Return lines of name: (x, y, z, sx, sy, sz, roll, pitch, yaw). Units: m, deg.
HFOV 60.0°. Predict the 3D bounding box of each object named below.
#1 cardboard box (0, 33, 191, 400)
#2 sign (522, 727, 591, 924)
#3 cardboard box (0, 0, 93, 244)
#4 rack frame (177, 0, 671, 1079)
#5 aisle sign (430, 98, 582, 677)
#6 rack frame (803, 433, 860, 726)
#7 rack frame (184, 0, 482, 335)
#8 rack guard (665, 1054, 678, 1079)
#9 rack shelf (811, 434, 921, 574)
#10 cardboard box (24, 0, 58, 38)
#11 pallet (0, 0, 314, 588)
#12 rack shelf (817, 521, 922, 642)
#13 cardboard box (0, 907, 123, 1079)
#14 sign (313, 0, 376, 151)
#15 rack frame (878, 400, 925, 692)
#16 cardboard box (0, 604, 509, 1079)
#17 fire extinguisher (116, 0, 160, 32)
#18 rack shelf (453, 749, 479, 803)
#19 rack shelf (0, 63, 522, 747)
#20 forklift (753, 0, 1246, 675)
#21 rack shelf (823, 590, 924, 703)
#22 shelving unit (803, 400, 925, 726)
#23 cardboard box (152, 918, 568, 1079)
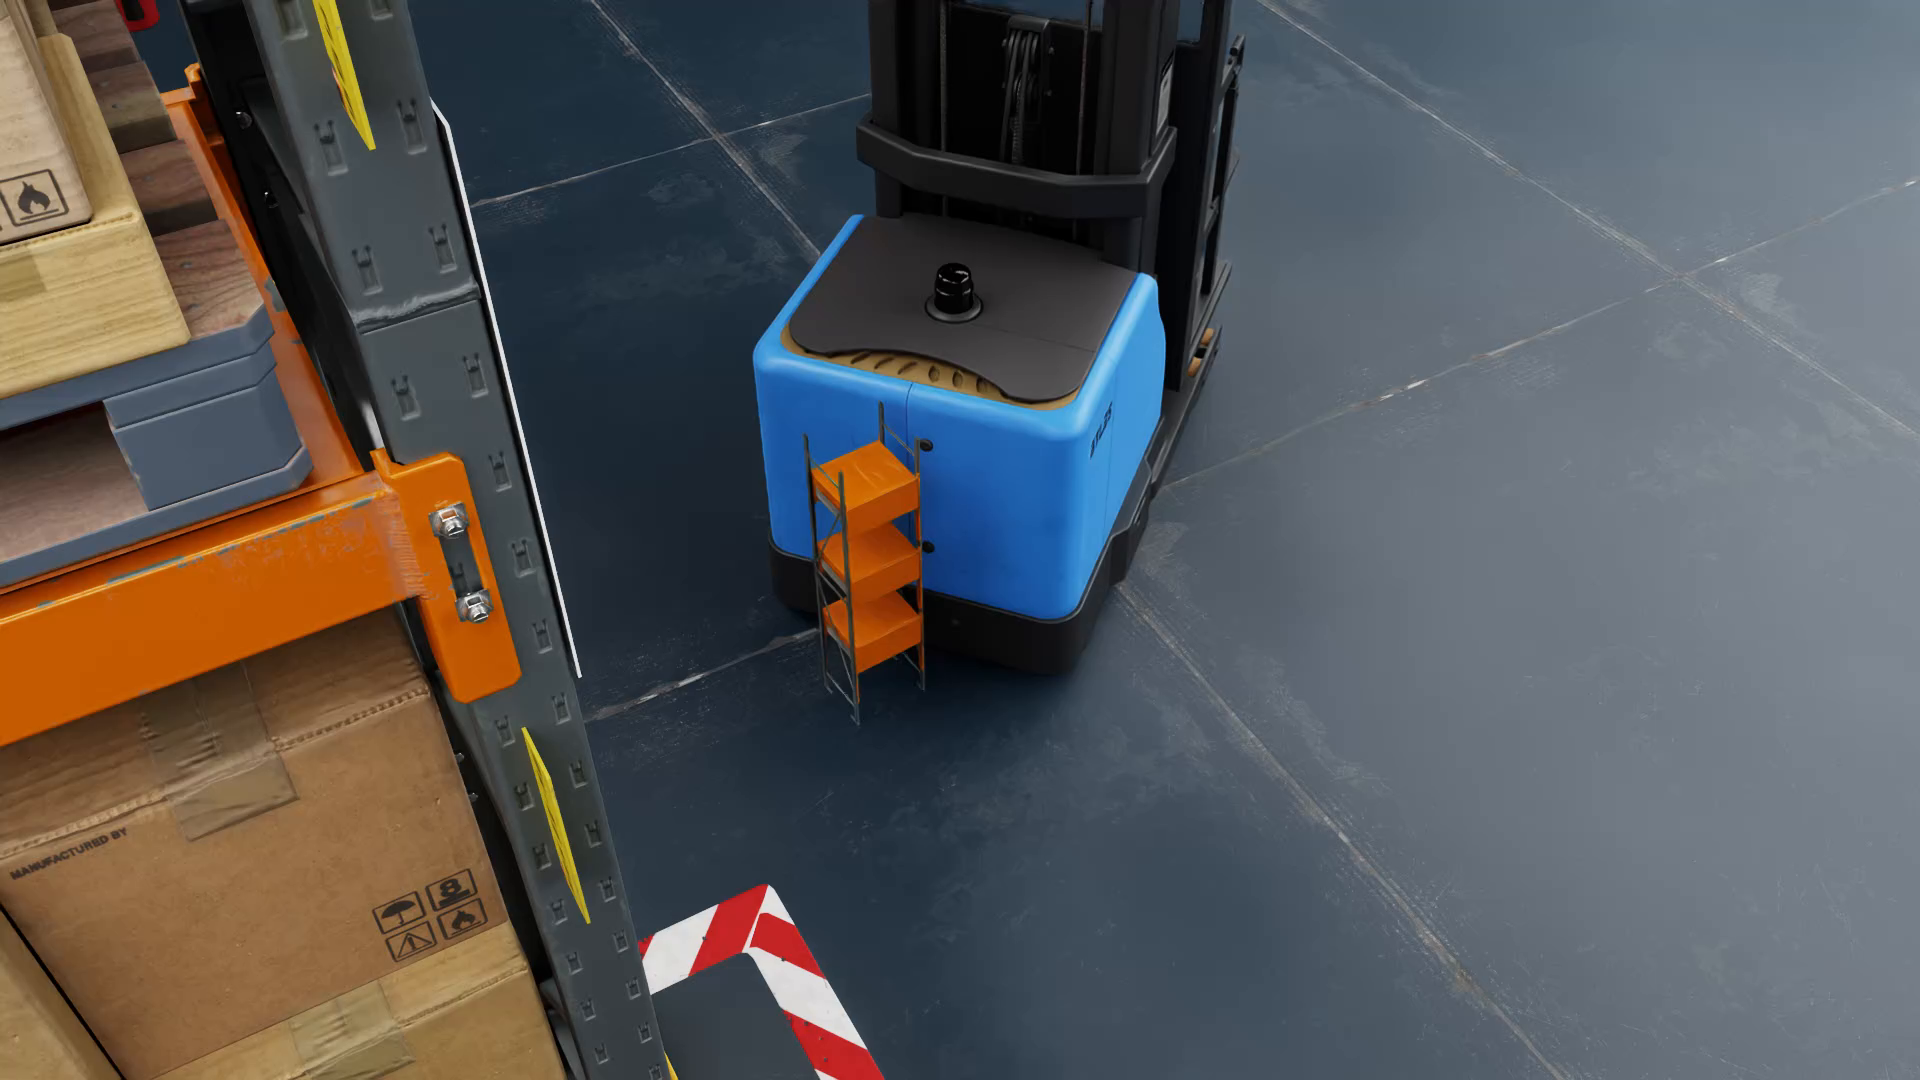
cardboard box: (-0.912, -0.303, 1.562, 0.250, 0.149, 0.380, -22, 48, -21)
sign: (-0.534, 0.381, 2.202, 0.005, 0.325, 0.100, -22, 48, -21)
cardboard box: (-1.077, -0.428, 1.404, 0.500, 0.250, 0.500, -21, 48, -20)
rack frame: (-0.792, 0.549, 3.030, 0.127, 3.000, 1.000, -22, 48, -21)
aisle sign: (-0.581, -0.227, 1.963, 0.004, 0.787, 0.394, -22, 48, -21)
rack frame: (-0.370, 0.142, 4.850, 0.008, 1.050, 0.200, -26, 50, -24)
rack frame: (-0.792, -1.603, 0.941, 0.127, 3.000, 1.000, -22, 48, -21)
rack guard: (-0.771, 1.438, 3.909, 0.348, 0.500, 1.175, -22, 48, -21)
rack shelf: (-0.270, -0.103, 4.710, 0.240, 0.259, 0.215, -26, 50, -24)
cardboard box: (-1.249, -0.698, 1.969, 0.250, 0.149, 0.380, -21, 48, -21)
pallet: (-1.430, -0.231, 1.745, 1.213, 0.211, 1.003, -22, 48, -21)
rack shelf: (-0.270, 0.101, 4.907, 0.240, 0.259, 0.215, -26, 50, -24)
cardboard box: (-1.564, 0.460, 2.239, 0.550, 0.550, 0.875, -22, 48, -21)
sign: (-0.534, -0.484, 1.362, 0.005, 0.325, 0.100, -22, 48, -21)
rack frame: (-0.169, 0.045, 4.950, 0.008, 1.050, 0.200, -26, 50, -24)
cardboard box: (-1.133, 0.213, 2.493, 0.550, 0.550, 0.875, -22, 48, -21)
fire extinguisher: (-3.017, -2.138, 5.855, 0.183, 0.674, 0.296, -22, 48, -21)
rack shelf: (-2.526, 1.502, 2.566, 4.000, 0.370, 1.077, -22, 48, -21)
rack shelf: (-2.526, 0.425, 1.521, 4.000, 0.370, 1.077, -22, 48, -21)
forklift: (0.366, -1.671, 5.367, 1.130, 2.935, 3.031, 14, 46, 14)
rack shelf: (-0.270, 0.300, 5.101, 0.240, 0.259, 0.215, -26, 50, -24)
shelving unit: (-0.270, 0.093, 4.900, 0.252, 1.050, 0.215, -26, 50, -24)
cardboard box: (-1.091, 0.652, 2.817, 0.550, 0.550, 0.875, -22, 48, -21)
